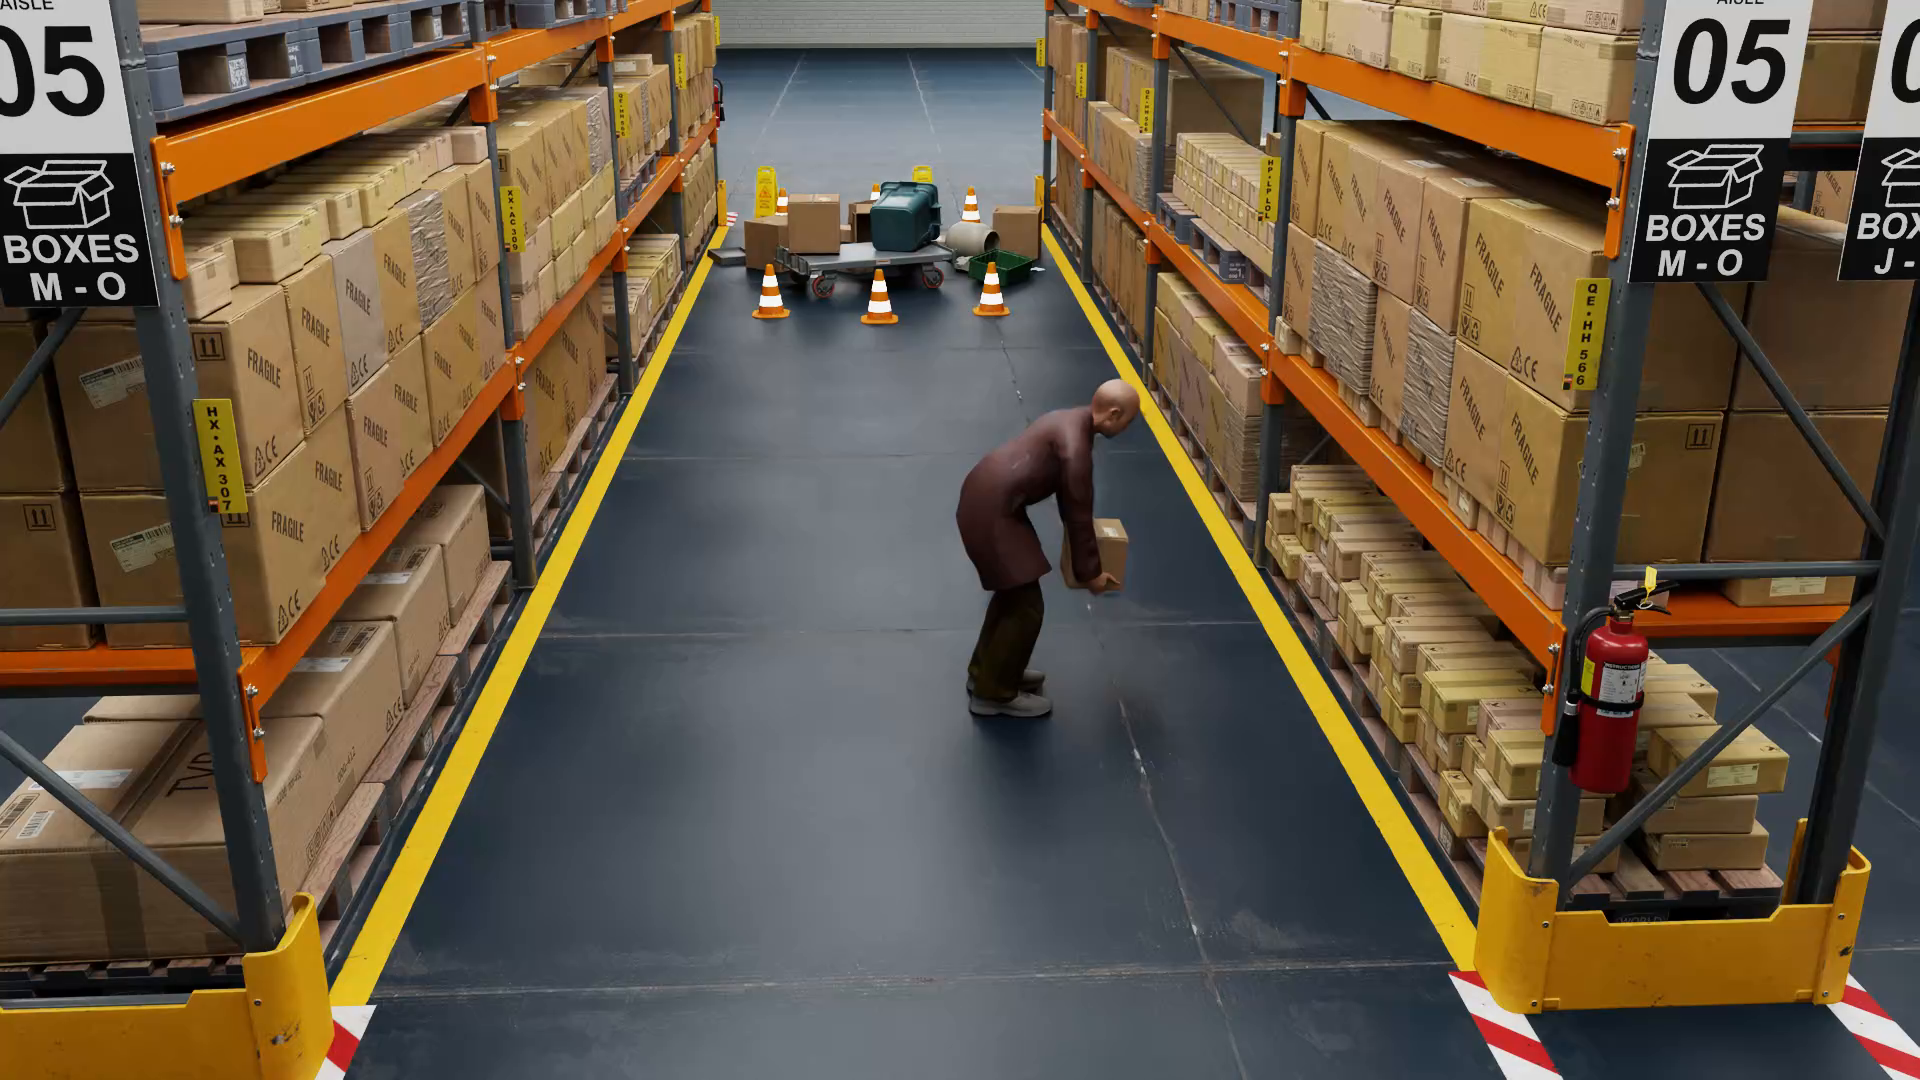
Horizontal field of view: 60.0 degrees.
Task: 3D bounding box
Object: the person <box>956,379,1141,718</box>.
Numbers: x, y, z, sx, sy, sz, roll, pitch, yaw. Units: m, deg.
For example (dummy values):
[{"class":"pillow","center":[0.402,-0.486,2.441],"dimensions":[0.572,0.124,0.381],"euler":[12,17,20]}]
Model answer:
[{"class":"person","center":[0.386,0.033,7.423],"dimensions":[0.806,1.496,0.556],"euler":[-2,20,-4]}]
